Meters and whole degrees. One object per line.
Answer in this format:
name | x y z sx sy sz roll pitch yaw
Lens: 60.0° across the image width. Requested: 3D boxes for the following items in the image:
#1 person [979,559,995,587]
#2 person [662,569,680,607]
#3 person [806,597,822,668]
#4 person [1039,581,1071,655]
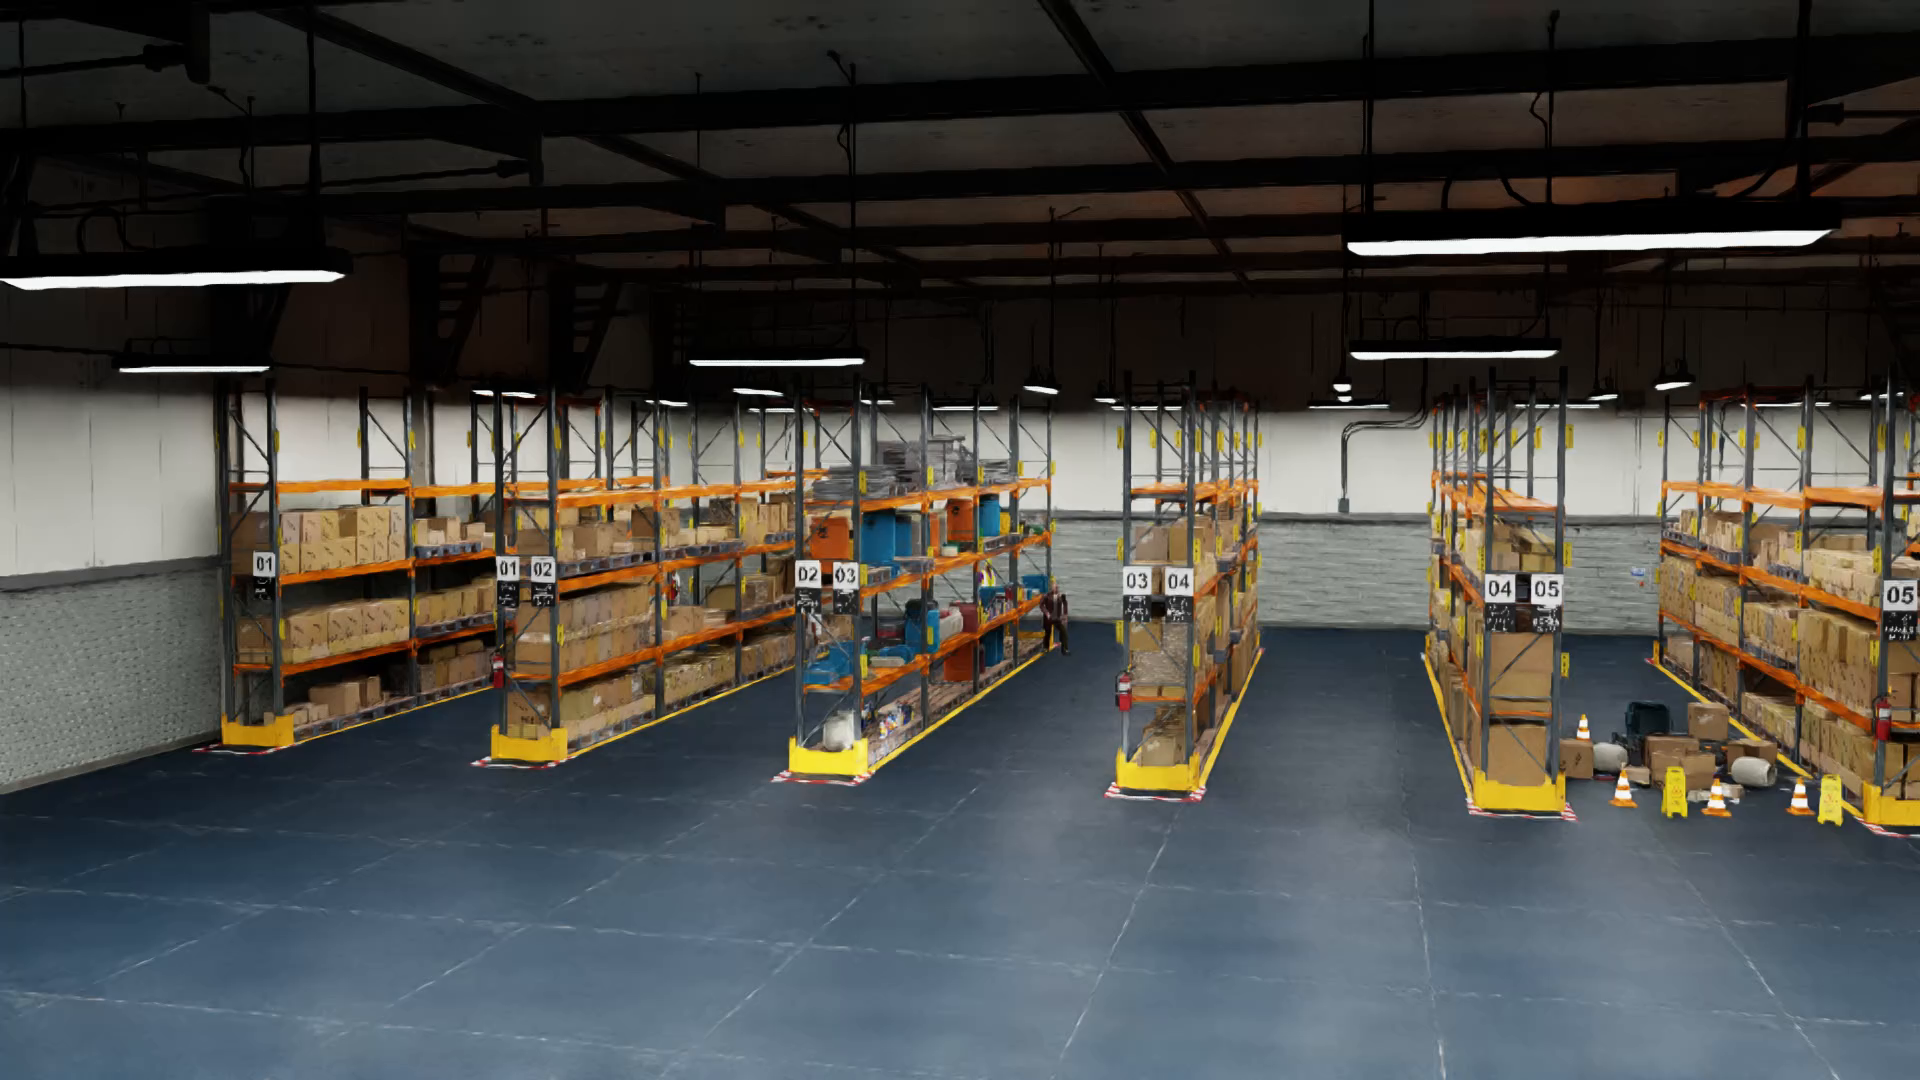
person | 0.631 1.401 45.441 0.747 1.753 0.528 -2 4 -28
person | -7.704 1.476 44.120 0.625 1.787 0.485 -3 4 -37
person | -3.058 1.986 35.206 0.400 1.769 0.674 0 3 -7
person | 2.199 1.805 38.827 0.724 1.713 0.900 0 3 -3
